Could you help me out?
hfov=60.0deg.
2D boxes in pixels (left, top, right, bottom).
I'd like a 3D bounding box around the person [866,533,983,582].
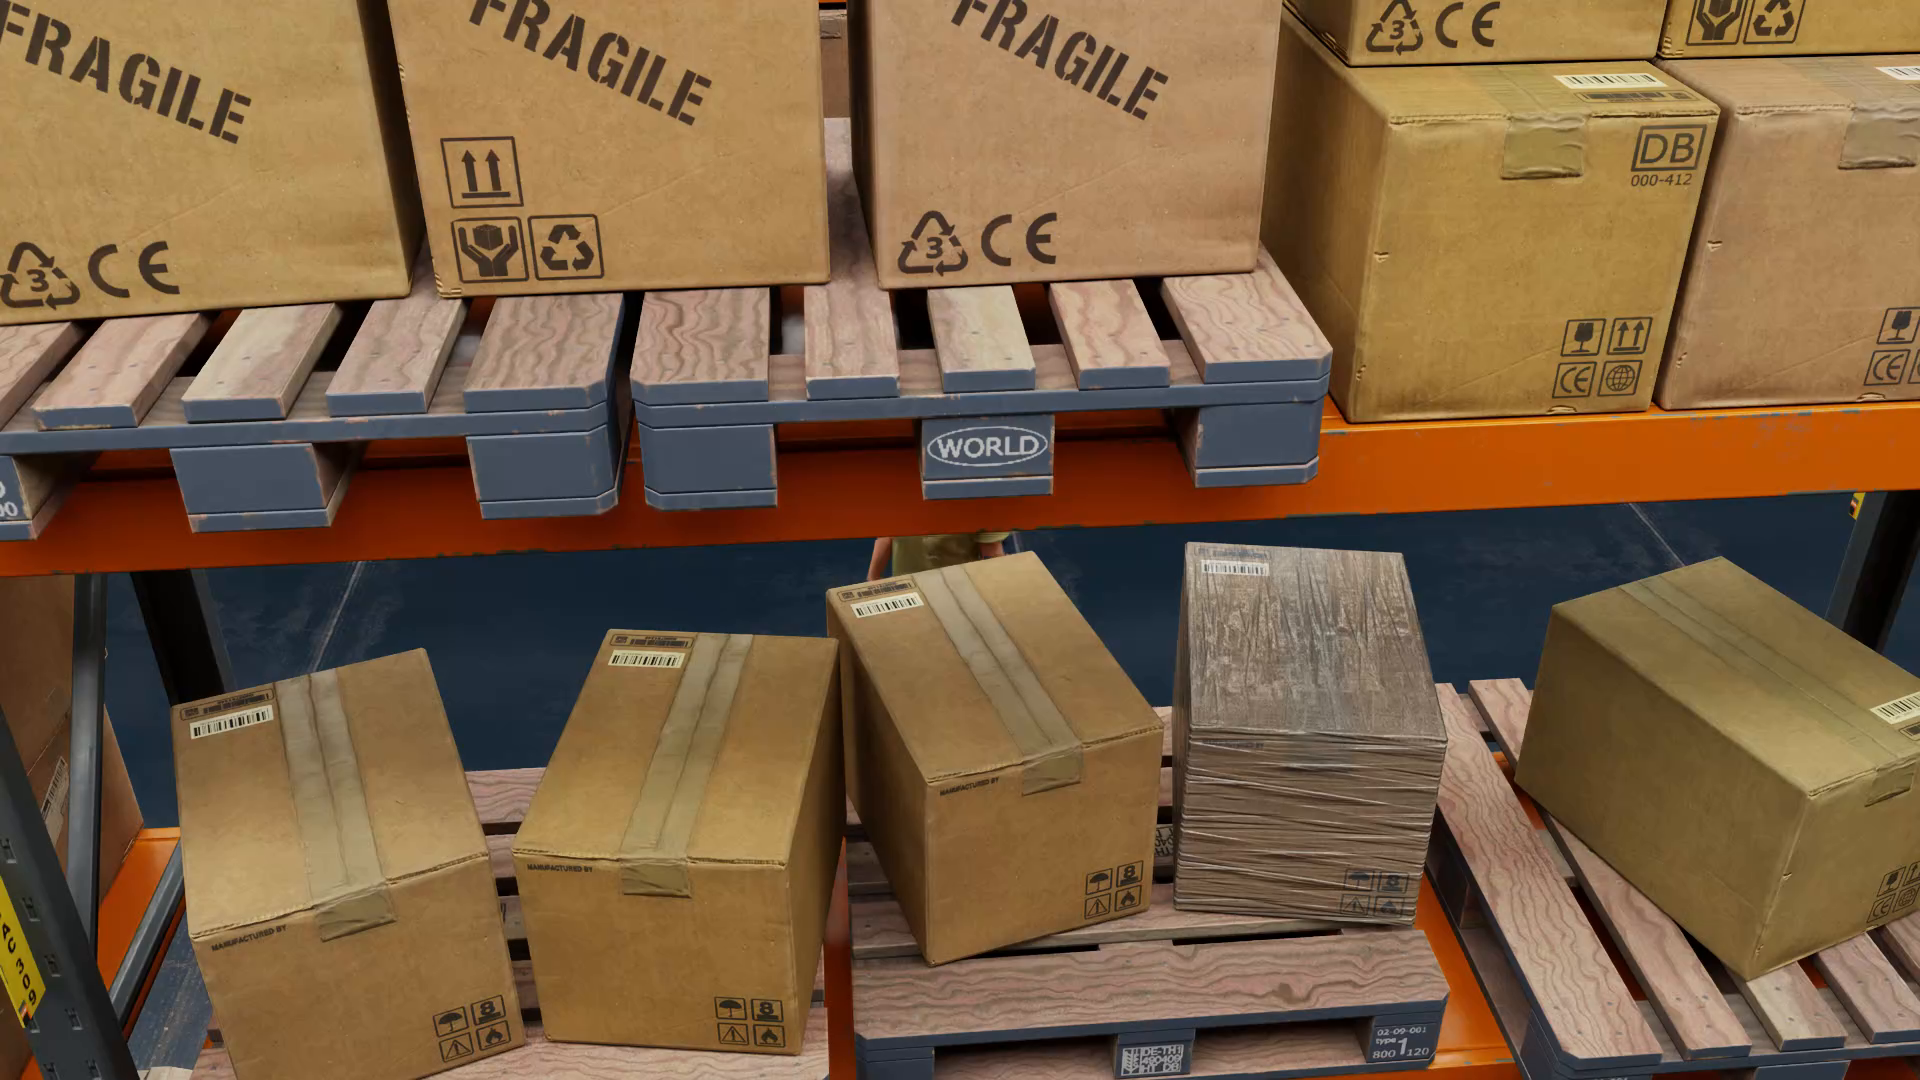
[{"bbox_3d":[-0.144,0.250,5.728,0.543,1.665,0.640,22,37,32],"label":"person"}]
